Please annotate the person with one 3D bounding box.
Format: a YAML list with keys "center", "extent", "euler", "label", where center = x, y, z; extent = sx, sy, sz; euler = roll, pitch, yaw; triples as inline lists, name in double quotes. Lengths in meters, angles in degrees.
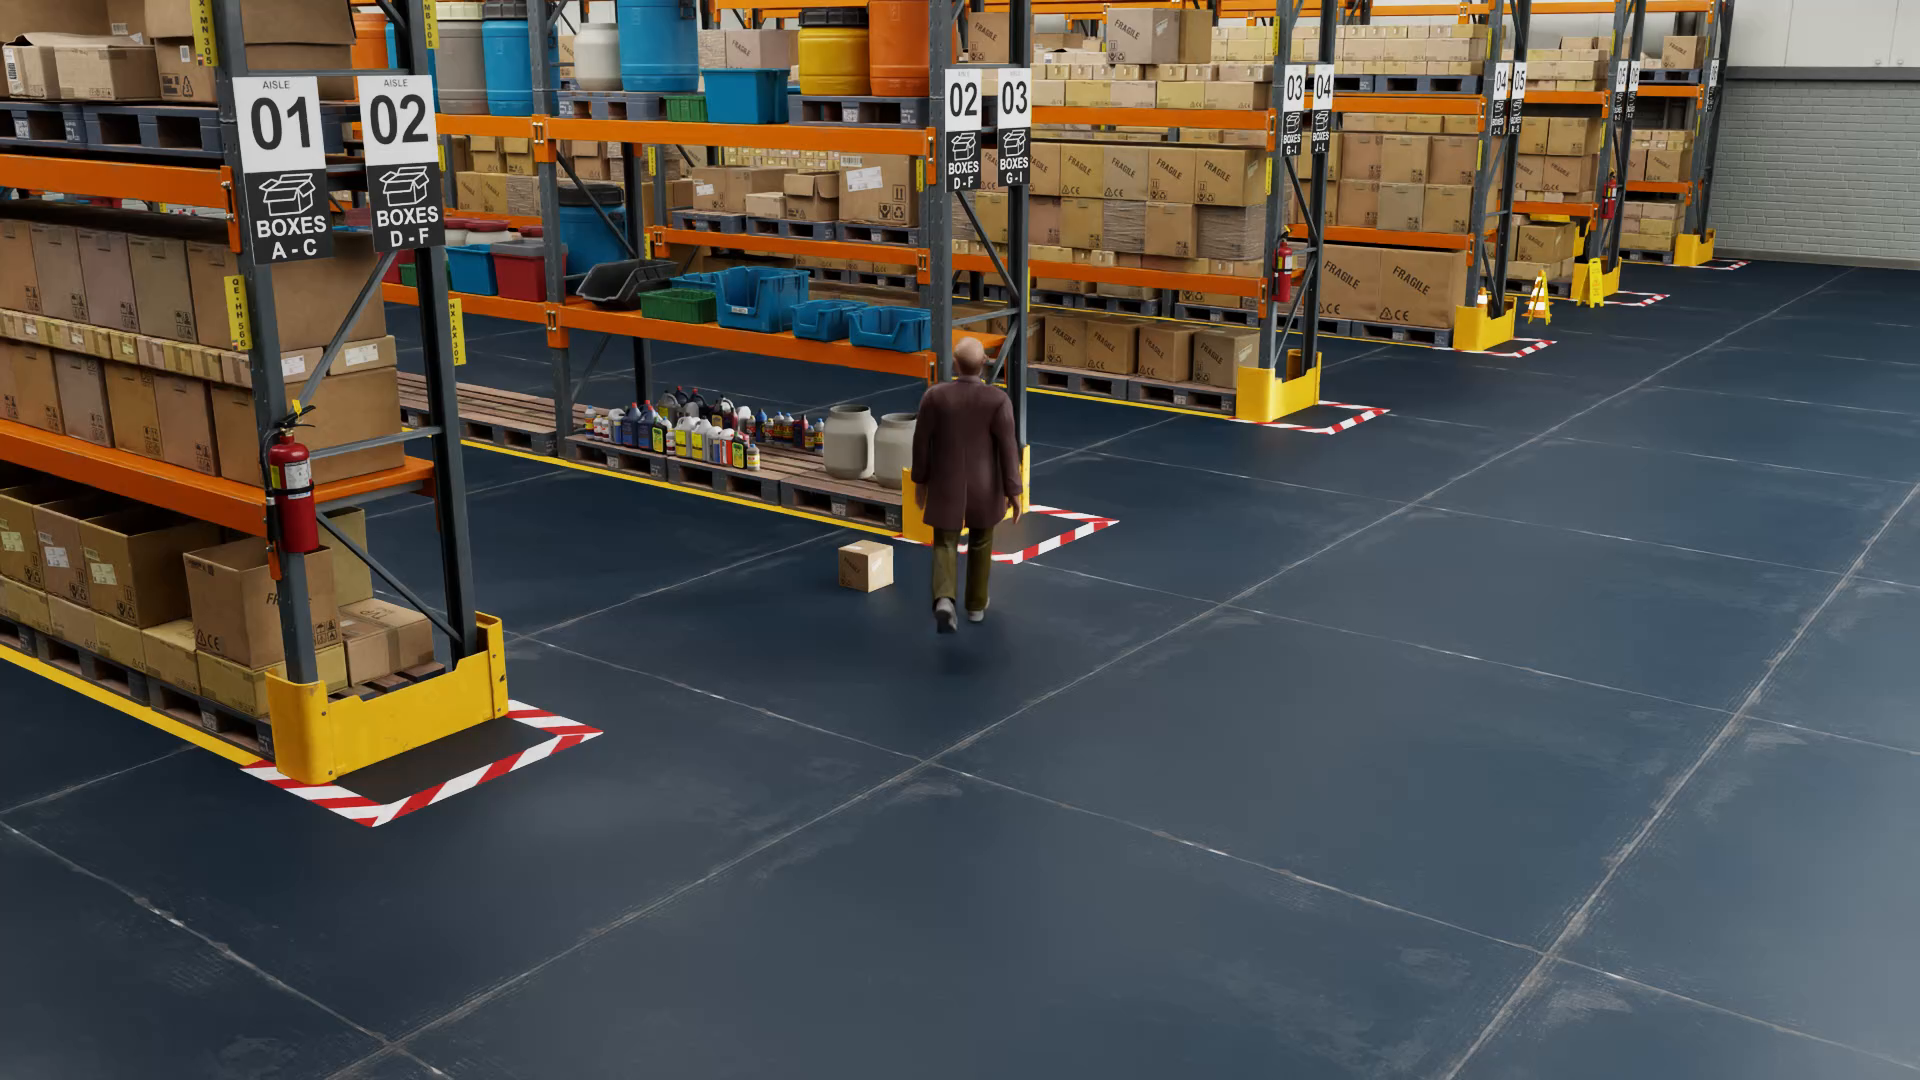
- center: [0.038, -0.308, 9.624]
  extent: [0.661, 1.745, 0.994]
  euler: [1, 16, 2]
  label: "person"
